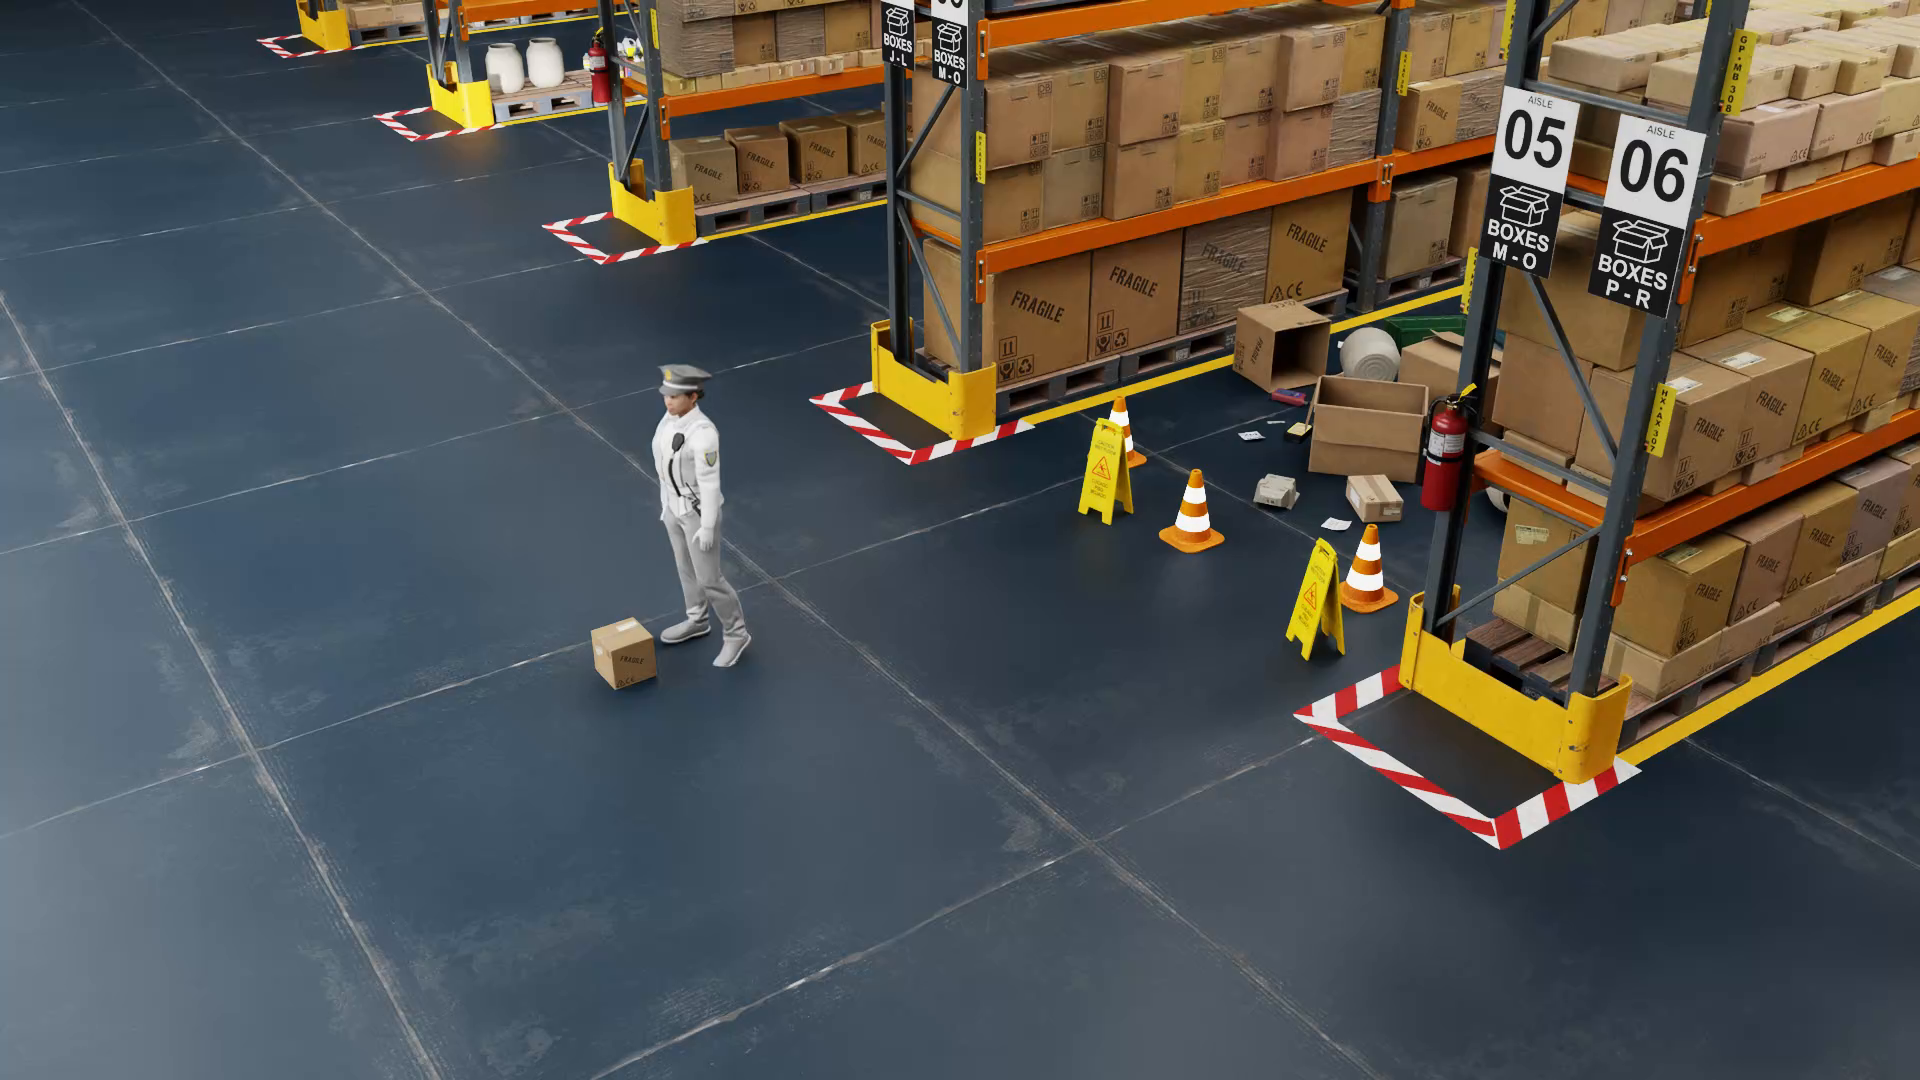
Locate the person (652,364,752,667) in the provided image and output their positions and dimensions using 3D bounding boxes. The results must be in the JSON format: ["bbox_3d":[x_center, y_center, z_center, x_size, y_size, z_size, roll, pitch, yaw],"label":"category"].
[{"bbox_3d":[-1.412,-0.132,8.879,0.399,1.740,0.510,-18,34,-29],"label":"person"}]
